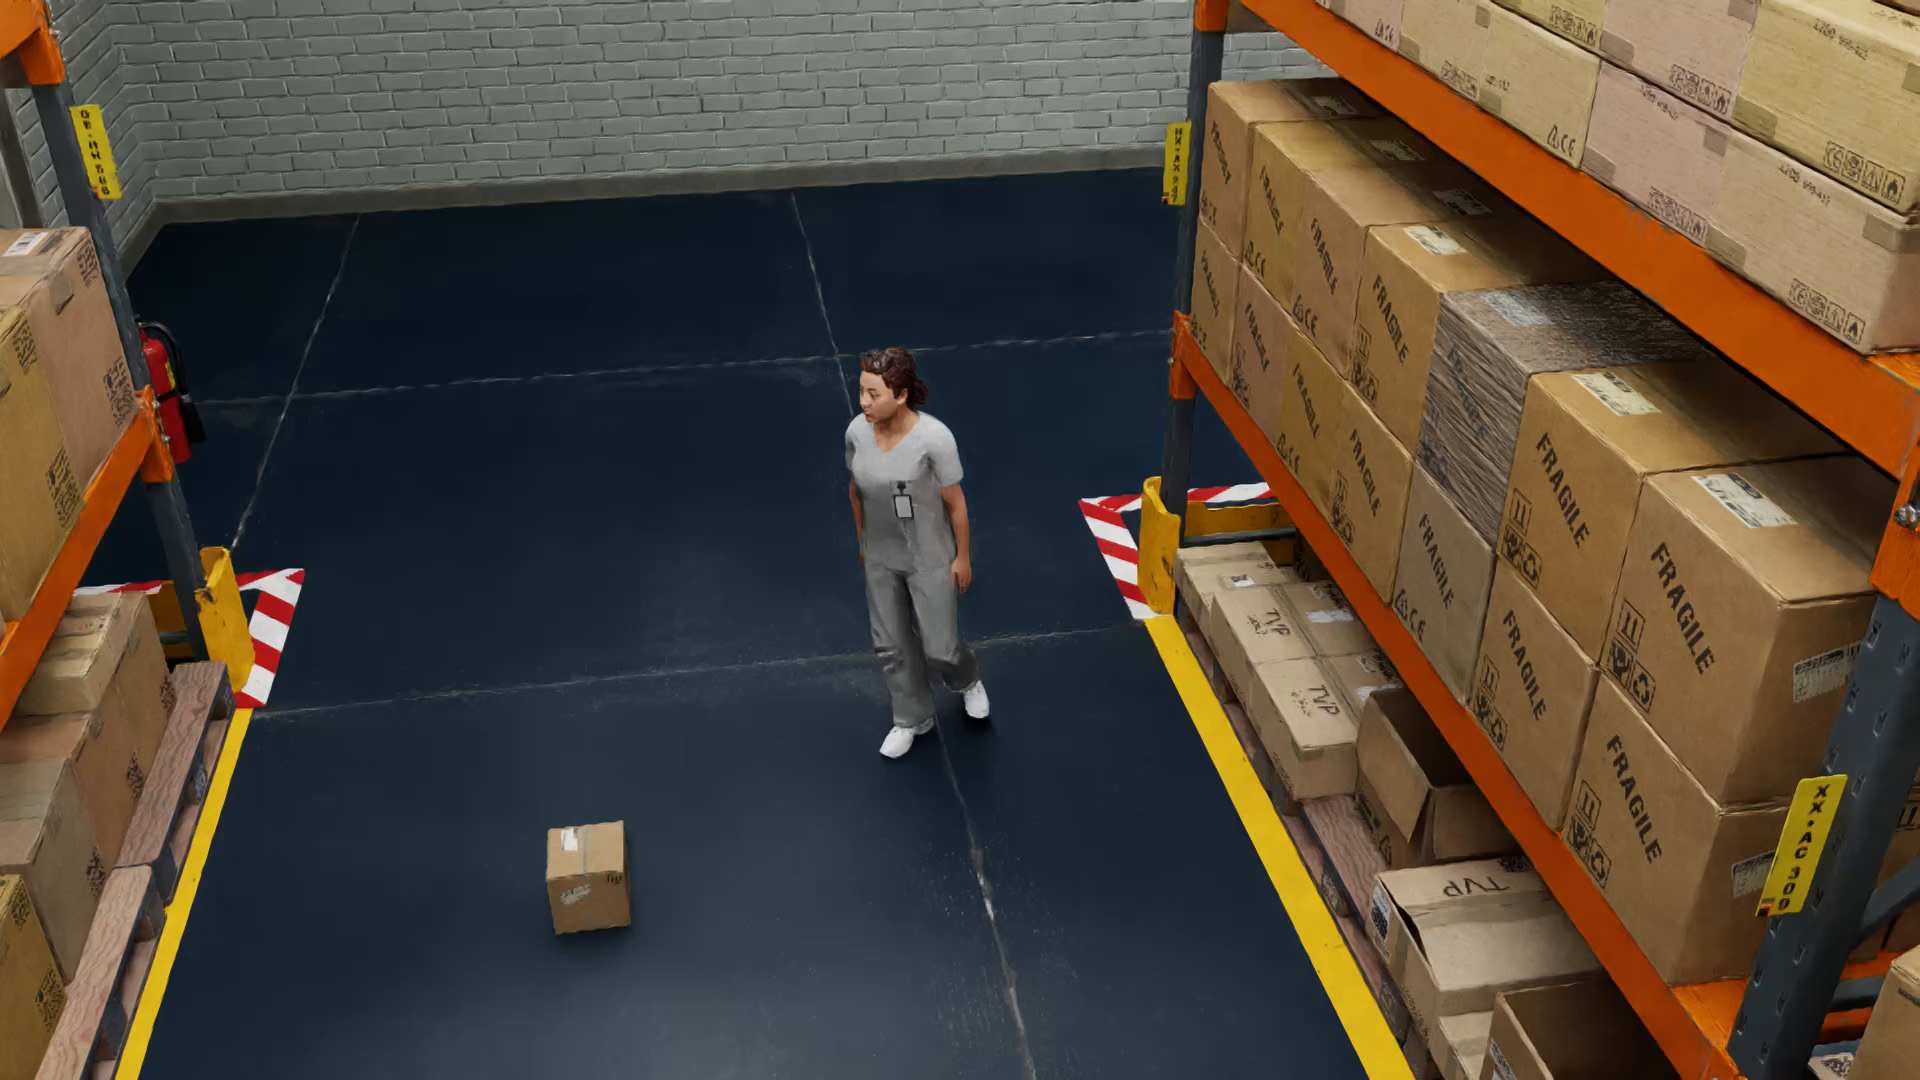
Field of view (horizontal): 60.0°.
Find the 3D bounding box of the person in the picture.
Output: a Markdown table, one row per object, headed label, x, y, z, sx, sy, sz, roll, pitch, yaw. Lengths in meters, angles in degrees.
| label | x | y | z | sx | sy | sz | roll | pitch | yaw |
| --- | --- | --- | --- | --- | --- | --- | --- | --- | --- |
| person | -0.147 | 0.028 | 6.103 | 0.506 | 1.649 | 0.526 | 13 | 33 | 21 |
